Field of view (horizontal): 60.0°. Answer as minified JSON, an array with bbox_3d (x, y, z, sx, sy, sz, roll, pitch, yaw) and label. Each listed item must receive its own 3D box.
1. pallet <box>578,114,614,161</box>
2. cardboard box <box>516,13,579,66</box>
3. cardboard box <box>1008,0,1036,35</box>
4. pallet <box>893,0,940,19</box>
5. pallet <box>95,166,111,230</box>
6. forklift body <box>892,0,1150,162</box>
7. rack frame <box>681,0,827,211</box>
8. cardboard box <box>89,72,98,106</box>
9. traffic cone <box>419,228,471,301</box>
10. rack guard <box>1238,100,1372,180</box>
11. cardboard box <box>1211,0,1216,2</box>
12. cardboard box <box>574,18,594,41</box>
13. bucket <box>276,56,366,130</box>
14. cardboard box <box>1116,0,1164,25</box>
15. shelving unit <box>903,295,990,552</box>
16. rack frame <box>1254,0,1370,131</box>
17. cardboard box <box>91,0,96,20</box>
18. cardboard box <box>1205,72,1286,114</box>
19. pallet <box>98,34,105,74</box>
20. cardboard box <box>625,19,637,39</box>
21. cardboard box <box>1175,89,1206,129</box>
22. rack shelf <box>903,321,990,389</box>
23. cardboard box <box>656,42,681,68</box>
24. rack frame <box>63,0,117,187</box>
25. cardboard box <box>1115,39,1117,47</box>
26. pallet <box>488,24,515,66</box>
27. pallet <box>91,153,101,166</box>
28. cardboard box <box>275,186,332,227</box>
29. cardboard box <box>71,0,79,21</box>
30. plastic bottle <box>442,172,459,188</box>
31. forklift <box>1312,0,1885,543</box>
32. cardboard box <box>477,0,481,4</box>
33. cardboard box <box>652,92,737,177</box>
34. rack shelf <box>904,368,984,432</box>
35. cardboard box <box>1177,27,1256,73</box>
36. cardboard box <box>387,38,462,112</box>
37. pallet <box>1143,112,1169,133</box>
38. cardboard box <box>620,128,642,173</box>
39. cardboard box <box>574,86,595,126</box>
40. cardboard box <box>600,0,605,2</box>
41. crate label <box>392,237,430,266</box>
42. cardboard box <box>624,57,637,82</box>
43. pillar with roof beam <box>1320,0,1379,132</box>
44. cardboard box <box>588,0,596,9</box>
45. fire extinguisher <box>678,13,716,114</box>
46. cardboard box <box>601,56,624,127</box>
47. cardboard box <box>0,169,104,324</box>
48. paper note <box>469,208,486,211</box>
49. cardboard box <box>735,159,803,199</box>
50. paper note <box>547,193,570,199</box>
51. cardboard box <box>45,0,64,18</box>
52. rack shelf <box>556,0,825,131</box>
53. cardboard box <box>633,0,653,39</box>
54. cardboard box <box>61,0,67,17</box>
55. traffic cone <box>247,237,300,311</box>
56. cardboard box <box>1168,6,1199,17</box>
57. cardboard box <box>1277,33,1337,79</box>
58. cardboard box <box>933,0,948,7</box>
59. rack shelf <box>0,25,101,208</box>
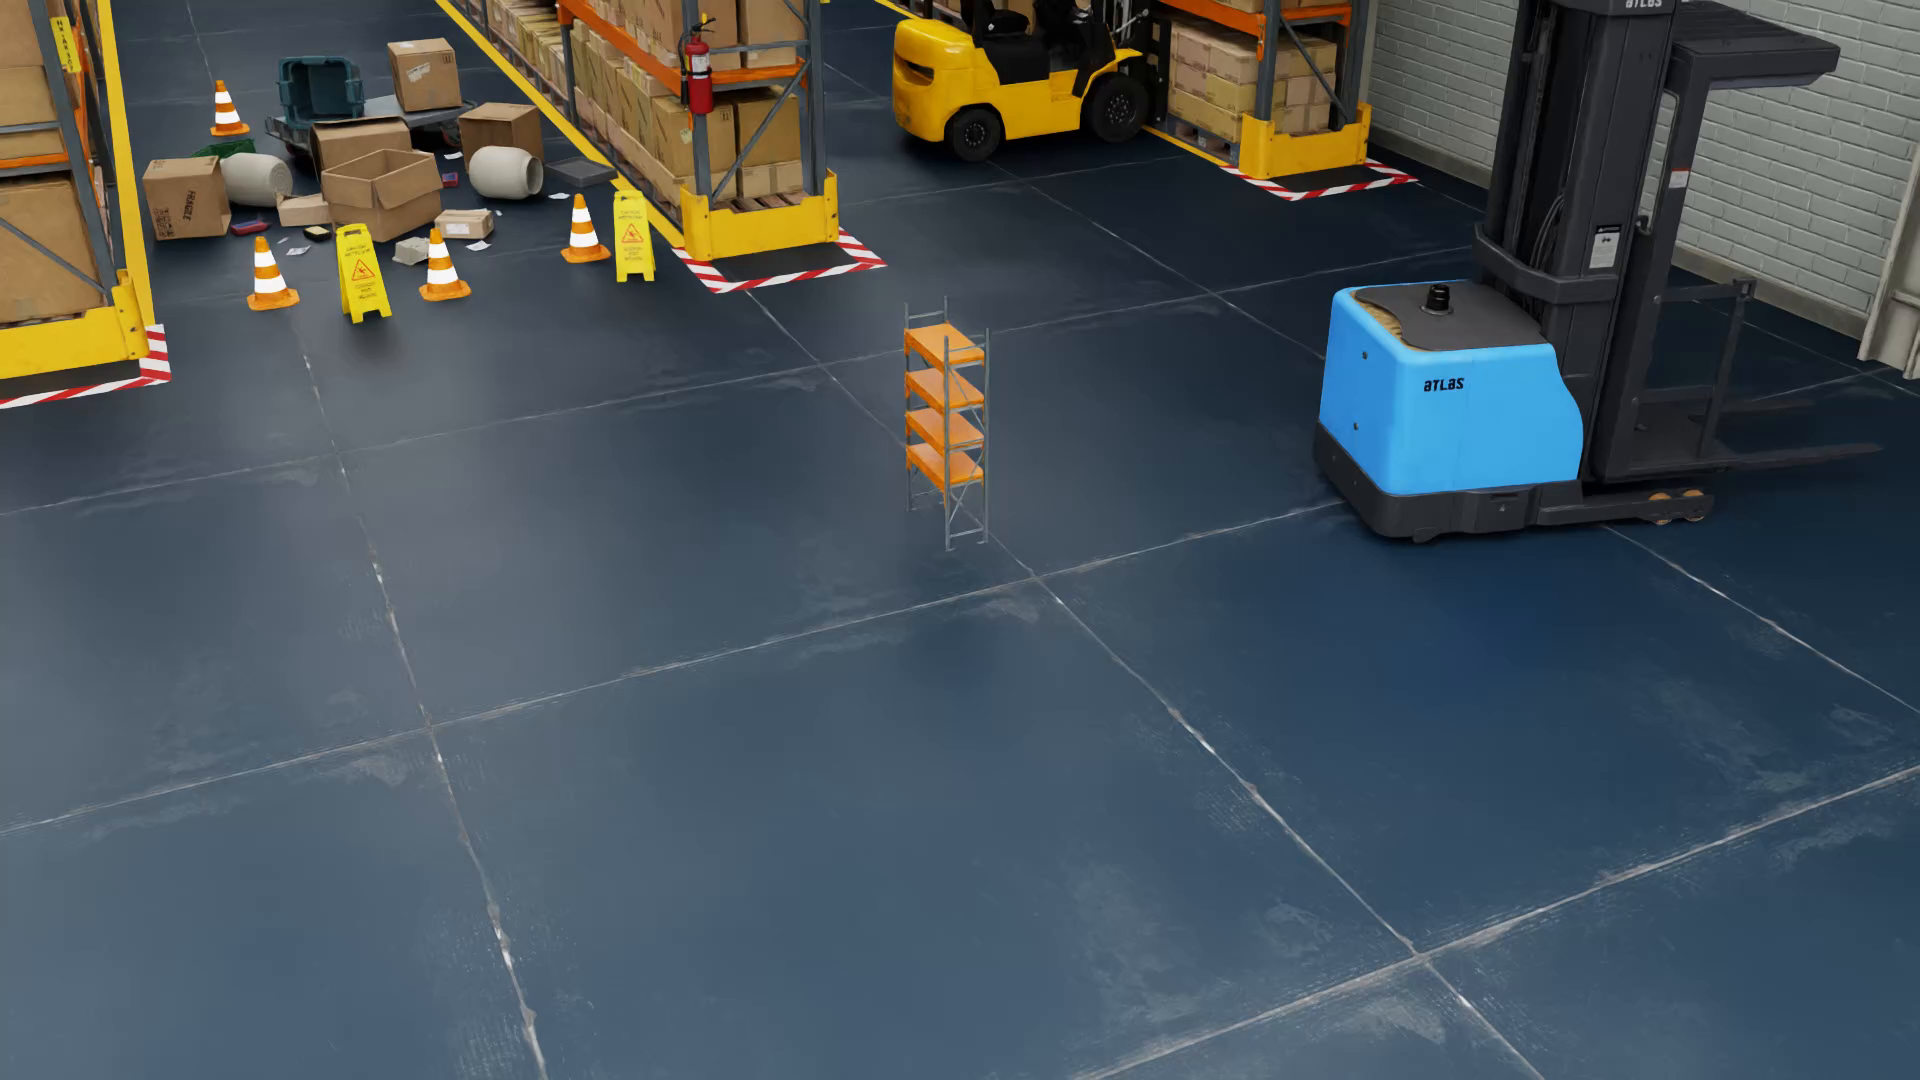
[{"bbox_3d":[-2.884,-3.816,15.340,1.003,0.211,1.213,-13,32,-22],"label":"pallet"},{"bbox_3d":[-4.043,-5.214,17.238,0.950,0.372,0.625,-12,31,-20],"label":"cardboard box"},{"bbox_3d":[1.043,-5.741,17.920,0.875,0.625,0.625,-12,31,-20],"label":"cardboard box"},{"bbox_3d":[-0.122,-6.544,20.205,1.003,0.211,1.213,-13,32,-22],"label":"pallet"},{"bbox_3d":[-7.376,-2.669,13.294,1.003,0.211,1.213,-13,32,-22],"label":"pallet"},{"bbox_3d":[0.533,-4.683,14.902,2.313,2.155,1.214,-13,32,-22],"label":"forklift body"},{"bbox_3d":[-1.487,-3.555,12.022,1.000,3.000,0.127,-13,32,-22],"label":"rack frame"},{"bbox_3d":[-8.390,-4.122,14.905,1.050,0.750,0.750,-13,32,-22],"label":"cardboard box"},{"bbox_3d":[-3.693,-1.984,11.815,0.336,0.463,0.334,-13,32,-22],"label":"traffic cone"},{"bbox_3d":[3.005,-3.498,14.477,1.175,0.500,0.348,-13,32,-22],"label":"rack guard"},{"bbox_3d":[2.332,-5.036,14.561,0.500,0.500,0.500,-12,31,-20],"label":"cardboard box"},{"bbox_3d":[-3.195,-4.530,14.714,0.380,0.149,0.250,-13,32,-21],"label":"cardboard box"},{"bbox_3d":[-5.491,-3.897,14.425,0.726,0.611,0.620,-3,19,-5],"label":"bucket"},{"bbox_3d":[1.636,-5.061,16.068,0.500,0.250,0.500,-12,31,-20],"label":"cardboard box"},{"bbox_3d":[-0.071,-0.596,8.587,0.258,1.200,0.503,-13,32,-22],"label":"shelving unit"},{"bbox_3d":[2.995,-4.599,13.884,1.000,3.000,0.127,-13,32,-22],"label":"rack frame"},{"bbox_3d":[-10.084,-6.136,18.752,0.500,0.500,0.500,-14,32,-23],"label":"cardboard box"},{"bbox_3d":[2.503,-3.950,14.598,0.500,0.250,0.500,-14,32,-23],"label":"cardboard box"},{"bbox_3d":[-9.683,-5.134,17.690,1.003,0.211,1.213,-13,32,-22],"label":"pallet"},{"bbox_3d":[-2.453,-4.116,13.280,0.380,0.149,0.250,-13,32,-22],"label":"cardboard box"},{"bbox_3d":[2.303,-3.945,15.101,0.500,0.250,0.500,-13,32,-22],"label":"cardboard box"},{"bbox_3d":[-0.071,-0.939,8.395,0.258,0.148,0.480,-13,32,-22],"label":"rack shelf"},{"bbox_3d":[-2.050,-3.654,12.456,0.380,0.149,0.250,-13,32,-23],"label":"cardboard box"},{"bbox_3d":[-7.631,-4.238,13.240,1.000,3.000,0.127,-13,32,-22],"label":"rack frame"},{"bbox_3d":[1.630,-4.842,16.190,0.500,0.250,0.500,-13,32,-22],"label":"cardboard box"},{"bbox_3d":[-4.587,-5.527,18.390,1.003,0.211,1.213,-13,32,-22],"label":"pallet"},{"bbox_3d":[-8.031,-3.346,14.502,1.003,0.211,1.213,-13,32,-22],"label":"pallet"},{"bbox_3d":[-5.230,-2.673,13.245,0.396,0.266,0.258,-8,30,-13],"label":"cardboard box"},{"bbox_3d":[-7.614,-4.570,13.731,0.500,0.500,0.500,-13,32,-21],"label":"cardboard box"},{"bbox_3d":[-4.344,-3.076,14.173,0.133,0.061,0.283,-8,30,-13],"label":"plastic bottle"},{"bbox_3d":[3.567,-1.610,8.624,3.031,2.935,1.130,-5,30,-9],"label":"forklift"},{"bbox_3d":[-5.143,-6.668,19.317,0.875,0.875,0.875,-13,32,-22],"label":"cardboard box"},{"bbox_3d":[-2.066,-3.165,12.942,0.500,0.500,0.500,-13,32,-22],"label":"cardboard box"},{"bbox_3d":[-0.071,-0.733,8.510,0.258,0.148,0.480,-13,32,-22],"label":"rack shelf"},{"bbox_3d":[2.291,-4.381,14.855,0.500,0.250,0.500,-12,32,-21],"label":"cardboard box"},{"bbox_3d":[-4.799,-4.175,14.910,0.500,0.500,0.500,-13,32,-22],"label":"cardboard box"},{"bbox_3d":[2.109,-4.250,16.113,1.003,0.211,1.213,-13,32,-22],"label":"pallet"},{"bbox_3d":[-2.522,-3.300,13.949,0.500,0.250,0.500,-14,32,-24],"label":"cardboard box"},{"bbox_3d":[-3.195,-3.988,15.177,0.500,0.250,0.500,-15,32,-24],"label":"cardboard box"},{"bbox_3d":[-2.827,-4.801,13.838,0.500,0.500,0.500,-13,32,-22],"label":"cardboard box"},{"bbox_3d":[-4.087,-2.176,12.491,0.298,0.136,0.250,19,34,30],"label":"crate label"},{"bbox_3d":[-2.501,-3.824,13.455,0.380,0.149,0.250,-12,31,-20],"label":"cardboard box"},{"bbox_3d":[-0.378,-6.808,11.691,9.100,9.000,0.400,-13,32,-22],"label":"pillar with roof beam"},{"bbox_3d":[-2.987,-4.677,14.281,0.380,0.149,0.250,-12,31,-20],"label":"cardboard box"},{"bbox_3d":[-1.854,-3.374,11.779,0.296,0.674,0.183,-13,32,-22],"label":"fire extinguisher"},{"bbox_3d":[-2.733,-3.852,14.168,0.500,0.500,0.500,-11,31,-19],"label":"cardboard box"},{"bbox_3d":[-6.265,-2.013,11.016,0.875,0.875,0.875,-13,32,-22],"label":"cardboard box"},{"bbox_3d":[-3.920,-2.661,13.476,0.148,0.019,0.142,-3,29,-5],"label":"paper note"},{"bbox_3d":[-1.583,-2.953,13.331,0.500,0.250,0.500,-13,32,-22],"label":"cardboard box"},{"bbox_3d":[-3.332,-2.865,13.829,0.148,0.019,0.142,26,38,38],"label":"paper note"},{"bbox_3d":[-6.476,-3.679,10.986,0.875,0.550,0.550,-13,32,-22],"label":"cardboard box"},{"bbox_3d":[-2.345,-4.124,13.774,1.077,0.370,4.000,-13,32,-22],"label":"rack shelf"},{"bbox_3d":[-2.179,-4.132,12.646,0.500,0.500,0.500,-13,32,-22],"label":"cardboard box"},{"bbox_3d":[-7.206,-3.904,12.493,0.875,0.550,0.550,-13,32,-22],"label":"cardboard box"},{"bbox_3d":[-4.860,-1.897,11.660,0.336,0.463,0.334,-13,32,-22],"label":"traffic cone"},{"bbox_3d":[2.323,-4.942,15.855,0.500,0.250,0.500,-14,32,-23],"label":"cardboard box"},{"bbox_3d":[2.959,-4.271,14.659,0.500,0.250,0.500,-14,32,-23],"label":"cardboard box"},{"bbox_3d":[0.103,-6.715,19.656,0.875,0.625,0.625,-12,31,-20],"label":"cardboard box"},{"bbox_3d":[-6.773,-3.040,11.841,1.077,0.370,4.000,-13,32,-22],"label":"rack shelf"}]
